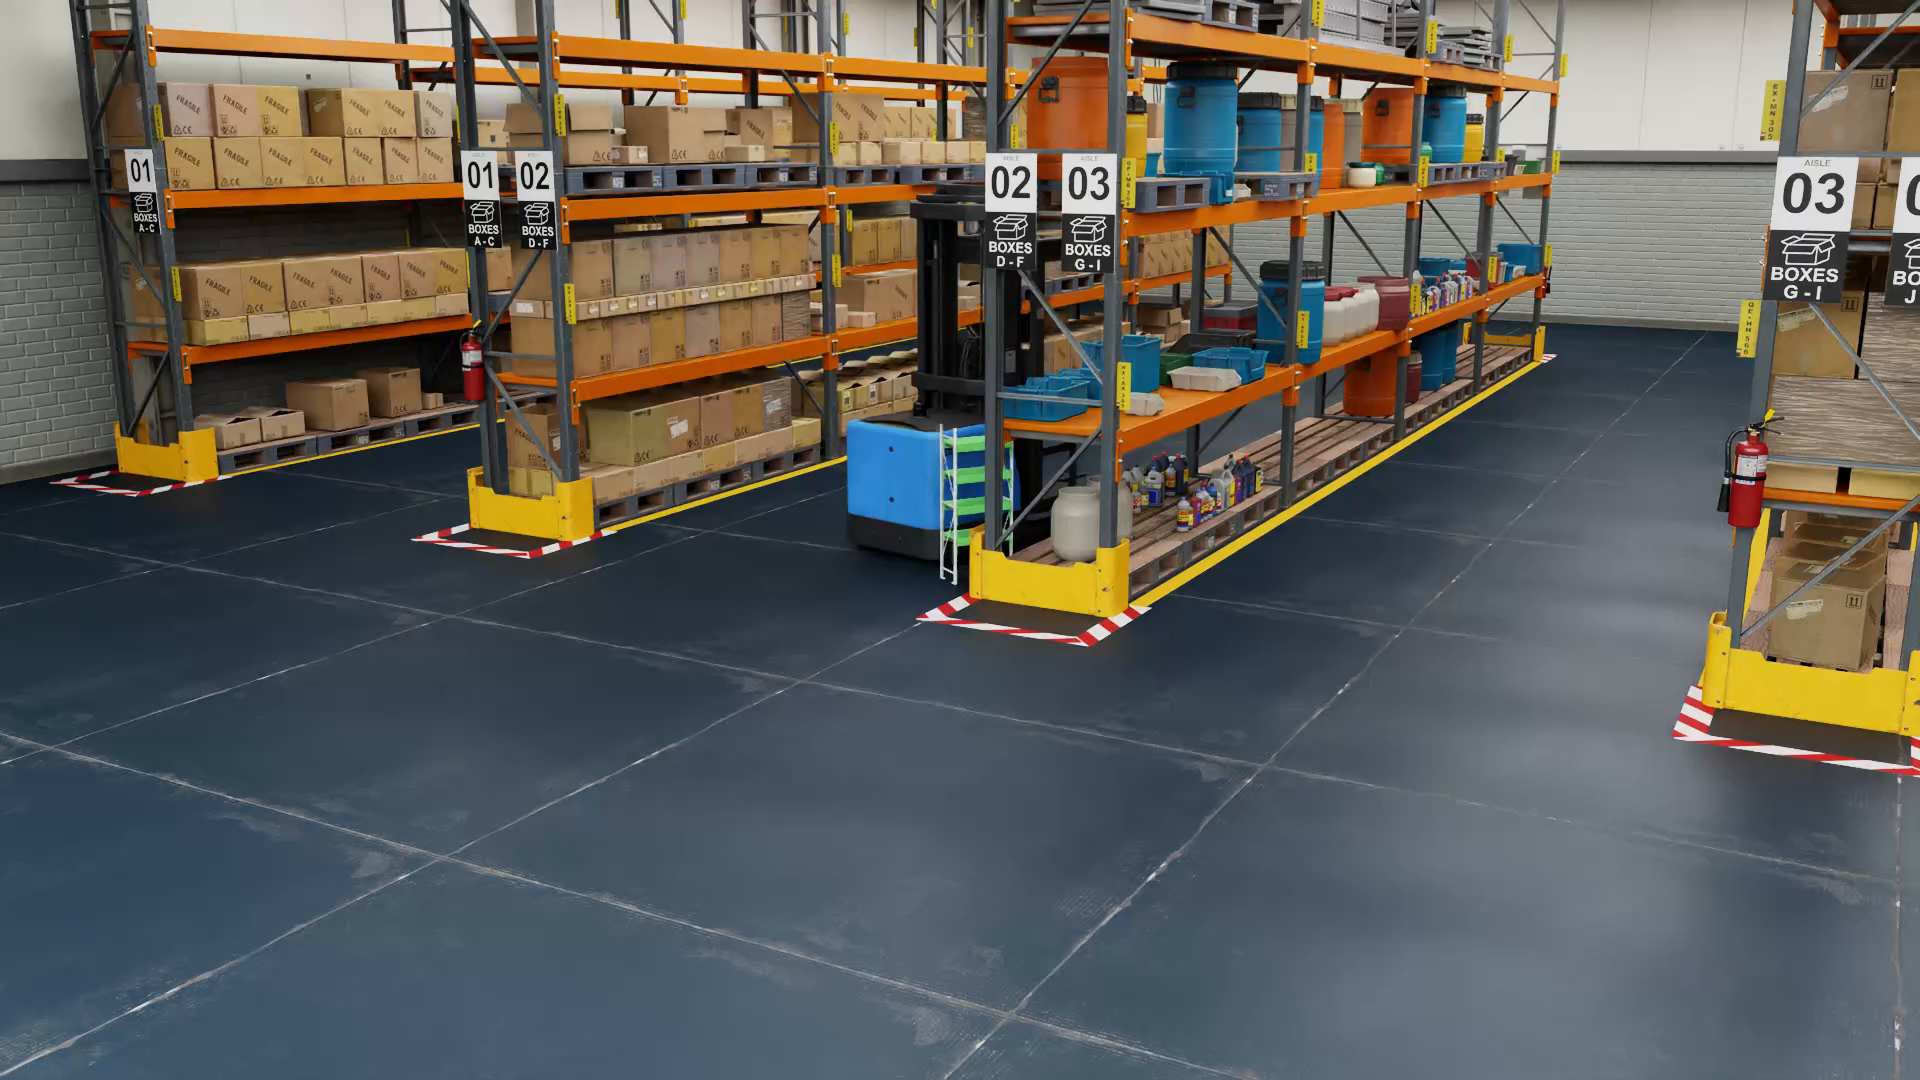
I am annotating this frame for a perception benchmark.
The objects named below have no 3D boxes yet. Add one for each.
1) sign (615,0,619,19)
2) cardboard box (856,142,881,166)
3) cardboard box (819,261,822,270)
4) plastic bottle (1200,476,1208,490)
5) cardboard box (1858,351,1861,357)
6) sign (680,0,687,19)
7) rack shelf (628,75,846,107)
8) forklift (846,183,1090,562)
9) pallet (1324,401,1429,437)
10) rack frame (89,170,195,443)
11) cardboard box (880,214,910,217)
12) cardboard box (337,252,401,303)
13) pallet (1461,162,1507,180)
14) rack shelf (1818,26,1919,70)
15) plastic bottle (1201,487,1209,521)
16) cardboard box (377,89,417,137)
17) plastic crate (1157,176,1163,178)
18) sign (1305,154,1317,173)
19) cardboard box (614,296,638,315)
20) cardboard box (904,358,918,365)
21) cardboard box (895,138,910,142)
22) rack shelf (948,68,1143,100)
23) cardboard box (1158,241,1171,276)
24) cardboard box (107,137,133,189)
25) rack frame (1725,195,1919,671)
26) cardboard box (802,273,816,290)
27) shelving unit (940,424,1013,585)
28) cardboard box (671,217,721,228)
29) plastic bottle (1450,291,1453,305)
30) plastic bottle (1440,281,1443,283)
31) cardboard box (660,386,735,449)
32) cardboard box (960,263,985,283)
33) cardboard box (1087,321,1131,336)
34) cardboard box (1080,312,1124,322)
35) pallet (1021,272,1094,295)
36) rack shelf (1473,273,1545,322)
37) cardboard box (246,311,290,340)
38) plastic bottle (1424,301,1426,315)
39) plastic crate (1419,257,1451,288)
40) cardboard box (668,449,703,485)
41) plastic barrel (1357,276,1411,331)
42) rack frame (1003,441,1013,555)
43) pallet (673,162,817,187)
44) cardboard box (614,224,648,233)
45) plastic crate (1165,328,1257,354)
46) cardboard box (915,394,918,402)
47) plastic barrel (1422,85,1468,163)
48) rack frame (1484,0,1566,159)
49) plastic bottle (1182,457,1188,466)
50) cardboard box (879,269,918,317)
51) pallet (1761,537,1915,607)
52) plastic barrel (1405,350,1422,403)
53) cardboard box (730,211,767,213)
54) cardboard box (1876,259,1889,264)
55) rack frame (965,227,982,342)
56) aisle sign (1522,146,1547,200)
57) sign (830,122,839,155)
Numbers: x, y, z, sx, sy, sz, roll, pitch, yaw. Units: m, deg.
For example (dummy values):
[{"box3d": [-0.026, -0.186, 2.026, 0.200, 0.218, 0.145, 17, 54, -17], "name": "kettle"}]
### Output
[{"box3d": [-4.647, -7.259, 22.611, 0.100, 0.325, 0.005, 7, 15, 28], "name": "sign"}, {"box3d": [-1.186, -4.196, 18.061, 0.500, 0.250, 0.500, 6, 15, 23], "name": "cardboard box"}, {"box3d": [-2.243, -4.302, 25.969, 0.380, 0.149, 0.250, 8, 16, 29], "name": "cardboard box"}, {"box3d": [2.096, -0.408, 14.183, 0.061, 0.283, 0.133, 7, 15, 28], "name": "plastic bottle"}, {"box3d": [5.687, -0.941, 10.689, 0.875, 0.500, 0.500, 7, 15, 28], "name": "cardboard box"}, {"box3d": [-3.680, -7.099, 22.116, 0.100, 0.325, 0.005, 7, 15, 28], "name": "sign"}, {"box3d": [-3.193, -6.532, 24.315, 1.077, 0.370, 4.000, 7, 15, 28], "name": "rack shelf"}, {"box3d": [0.423, -1.534, 14.142, 1.130, 2.935, 3.031, 12, 18, 41], "name": "forklift"}, {"box3d": [4.857, -1.438, 19.546, 1.003, 0.211, 1.213, 7, 15, 28], "name": "pallet"}, {"box3d": [-8.027, -2.108, 16.377, 1.000, 3.000, 0.127, 7, 15, 28], "name": "rack frame"}, {"box3d": [-0.872, -5.280, 28.895, 0.980, 0.700, 0.700, 7, 15, 28], "name": "cardboard box"}, {"box3d": [-6.540, -2.893, 18.310, 0.500, 0.500, 0.500, 7, 15, 26], "name": "cardboard box"}, {"box3d": [6.153, -4.642, 20.891, 1.213, 0.211, 1.003, 7, 15, 28], "name": "pallet"}, {"box3d": [7.882, -4.028, 13.927, 1.077, 0.370, 4.000, 7, 15, 28], "name": "rack shelf"}, {"box3d": [2.009, -0.300, 13.762, 0.097, 0.271, 0.097, 0, 14, 0], "name": "plastic bottle"}, {"box3d": [-6.355, -4.683, 18.270, 0.500, 0.500, 0.500, 8, 16, 31], "name": "cardboard box"}, {"box3d": [1.578, -2.868, 13.583, 0.336, 0.188, 0.450, 7, 15, 28], "name": "plastic crate"}, {"box3d": [3.055, -3.204, 14.504, 0.100, 0.325, 0.005, 7, 15, 28], "name": "sign"}, {"box3d": [-3.064, -2.073, 14.634, 0.380, 0.149, 0.250, 7, 15, 28], "name": "cardboard box"}, {"box3d": [-0.351, -1.983, 19.632, 0.500, 0.311, 0.500, 7, 15, 28], "name": "cardboard box"}, {"box3d": [-1.161, -6.529, 27.525, 0.500, 0.250, 0.500, 7, 15, 26], "name": "cardboard box"}, {"box3d": [1.145, -5.971, 21.990, 1.077, 0.370, 4.000, 7, 15, 28], "name": "rack shelf"}, {"box3d": [2.842, -4.237, 24.995, 0.500, 0.500, 0.500, 8, 16, 29], "name": "cardboard box"}, {"box3d": [-8.047, -3.739, 16.485, 0.500, 0.500, 0.500, 9, 16, 32], "name": "cardboard box"}, {"box3d": [4.981, -0.424, 9.393, 1.000, 3.000, 0.127, 7, 15, 28], "name": "rack frame"}, {"box3d": [-1.699, -2.652, 17.036, 0.380, 0.149, 0.250, 7, 15, 28], "name": "cardboard box"}, {"box3d": [0.127, -0.296, 12.701, 0.503, 1.200, 0.258, -7, 15, -27], "name": "shelving unit"}, {"box3d": [-3.701, -4.387, 23.338, 0.500, 0.250, 0.500, 8, 16, 29], "name": "cardboard box"}, {"box3d": [6.021, -3.000, 20.503, 0.097, 0.201, 0.097, 0, 14, 0], "name": "plastic bottle"}, {"box3d": [6.000, -3.099, 20.763, 0.097, 0.271, 0.097, 0, 14, 0], "name": "plastic bottle"}, {"box3d": [-2.507, -1.172, 15.864, 0.500, 0.500, 0.500, 7, 15, 28], "name": "cardboard box"}, {"box3d": [0.384, -3.583, 21.388, 0.700, 0.500, 0.500, 2, 14, 9], "name": "cardboard box"}, {"box3d": [2.125, -2.874, 23.951, 0.500, 0.500, 0.500, 7, 15, 28], "name": "cardboard box"}, {"box3d": [2.139, -3.157, 25.124, 0.500, 0.500, 0.500, 7, 15, 28], "name": "cardboard box"}, {"box3d": [1.115, -3.495, 22.540, 1.003, 0.211, 1.213, 7, 15, 28], "name": "pallet"}, {"box3d": [7.413, -3.508, 23.719, 1.077, 0.370, 4.000, 7, 15, 28], "name": "rack shelf"}, {"box3d": [-7.275, -2.217, 17.107, 0.500, 0.250, 0.500, 7, 15, 26], "name": "cardboard box"}, {"box3d": [5.373, -2.725, 19.362, 0.097, 0.201, 0.097, 0, 14, 0], "name": "plastic bottle"}, {"box3d": [6.374, -3.603, 22.485, 0.392, 0.384, 0.575, 7, 15, 28], "name": "plastic crate"}, {"box3d": [-2.754, -0.705, 15.529, 0.500, 0.250, 0.500, 7, 15, 28], "name": "cardboard box"}, {"box3d": [4.554, -2.563, 17.976, 0.600, 0.536, 0.708, 7, 15, 28], "name": "plastic barrel"}, {"box3d": [0.342, -0.323, 12.813, 0.015, 1.200, 0.240, -7, 15, -27], "name": "rack frame"}, {"box3d": [-2.145, -3.605, 16.377, 1.003, 0.211, 1.213, 7, 15, 28], "name": "pallet"}, {"box3d": [-4.443, -4.185, 22.457, 0.380, 0.149, 0.250, 5, 14, 19], "name": "cardboard box"}, {"box3d": [2.215, -1.683, 14.746, 0.767, 0.338, 0.504, 7, 15, 28], "name": "plastic crate"}, {"box3d": [-0.600, -1.606, 19.265, 0.500, 0.250, 0.500, 8, 16, 29], "name": "cardboard box"}, {"box3d": [5.755, -4.986, 19.949, 0.600, 0.901, 0.708, 7, 15, 28], "name": "plastic barrel"}, {"box3d": [8.380, -7.184, 24.634, 1.000, 3.000, 0.127, 7, 15, 28], "name": "rack frame"}, {"box3d": [2.003, -0.602, 14.989, 0.061, 0.283, 0.133, 7, 15, 28], "name": "plastic bottle"}, {"box3d": [-0.618, -2.891, 19.413, 0.500, 0.500, 0.500, 6, 15, 25], "name": "cardboard box"}, {"box3d": [6.621, 0.252, 12.536, 1.003, 0.211, 1.213, 7, 15, 28], "name": "pallet"}, {"box3d": [5.280, -1.993, 20.148, 0.600, 0.588, 0.708, 7, 15, 28], "name": "plastic barrel"}, {"box3d": [-3.161, -4.861, 25.306, 0.500, 0.250, 0.500, 7, 15, 26], "name": "cardboard box"}, {"box3d": [6.698, -1.698, 11.695, 0.500, 0.500, 0.500, 7, 15, 28], "name": "cardboard box"}, {"box3d": [0.179, -3.189, 20.860, 1.000, 3.000, 0.127, 7, 15, 28], "name": "rack frame"}, {"box3d": [8.671, -5.513, 24.956, 0.394, 0.787, 0.004, 7, 15, 28], "name": "aisle sign"}, {"box3d": [-1.269, -4.054, 16.775, 0.100, 0.325, 0.005, 7, 15, 28], "name": "sign"}]
